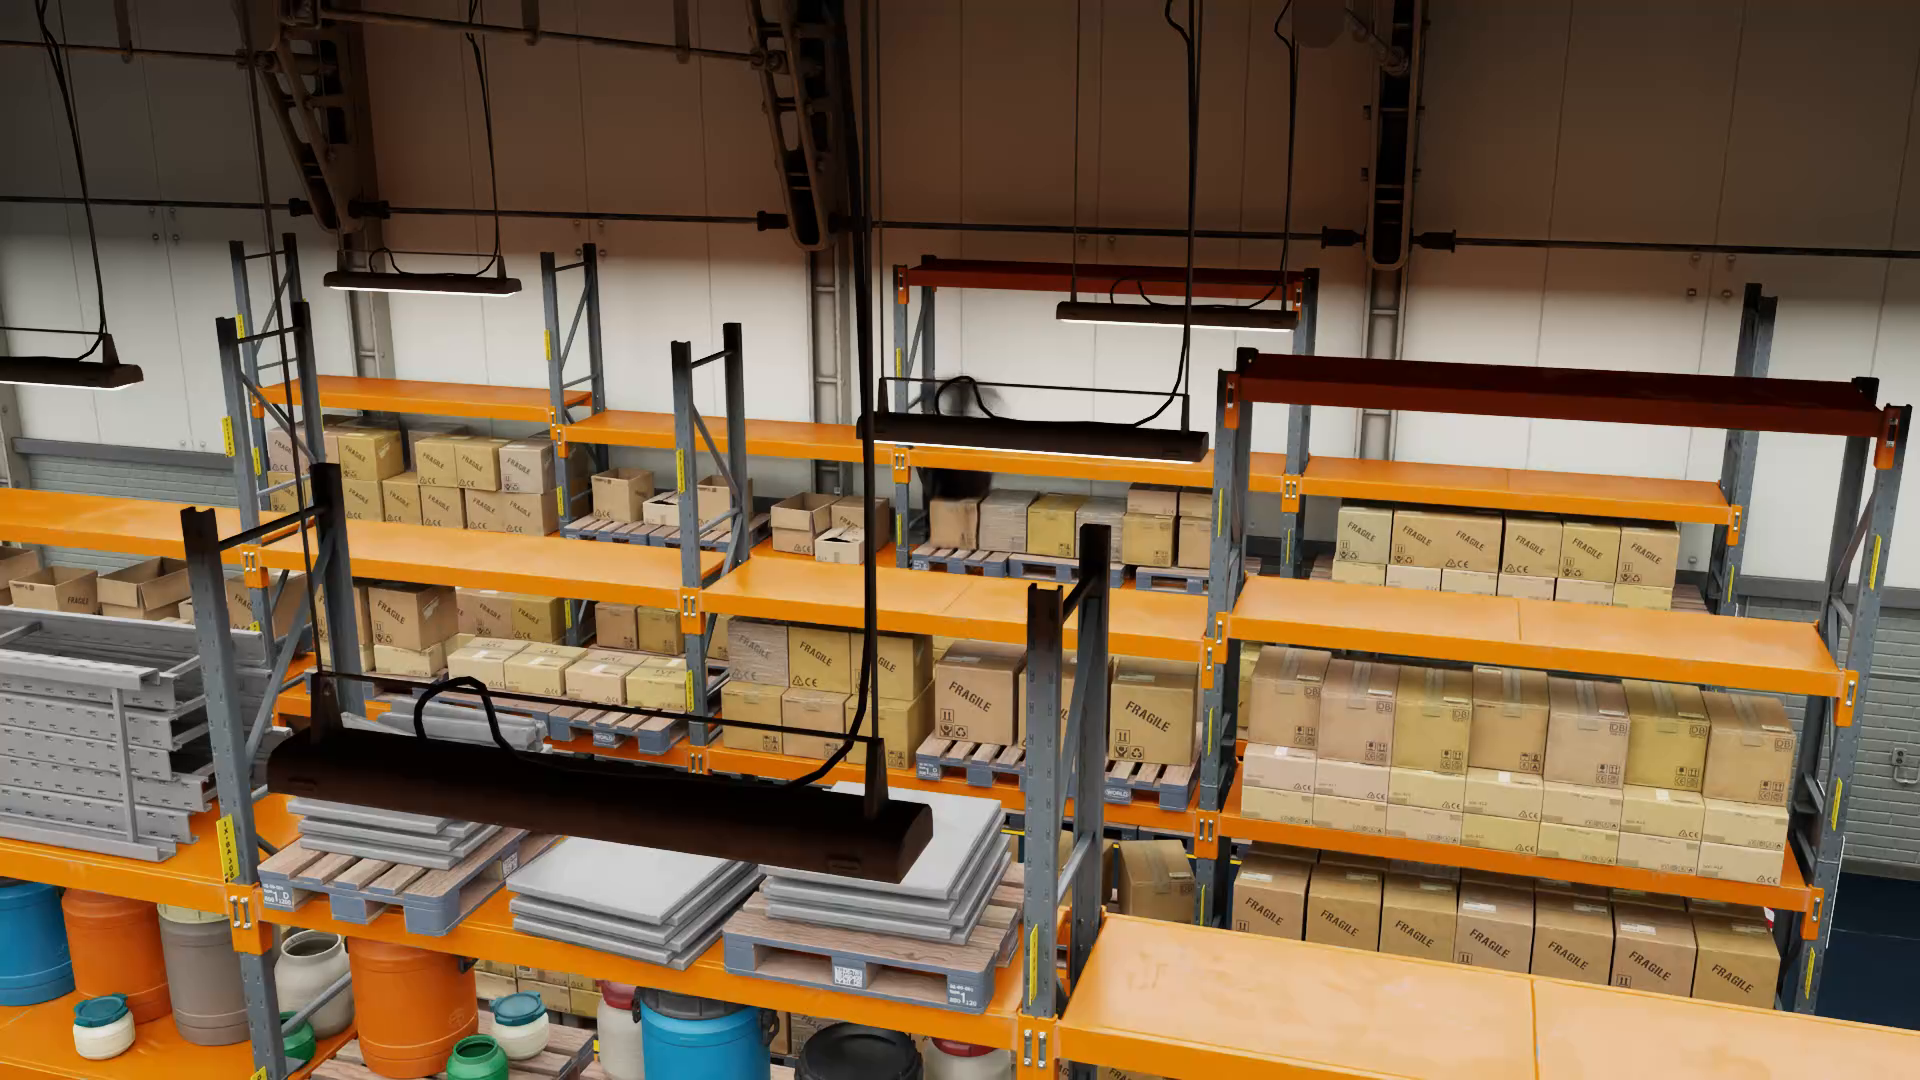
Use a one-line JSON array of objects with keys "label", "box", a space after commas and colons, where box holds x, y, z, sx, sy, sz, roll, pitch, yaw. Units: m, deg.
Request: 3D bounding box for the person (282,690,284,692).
[{"label": "person", "box": [-7.124, 2.292, 18.174, 0.891, 1.448, 0.595, 4, 17, 14]}]
